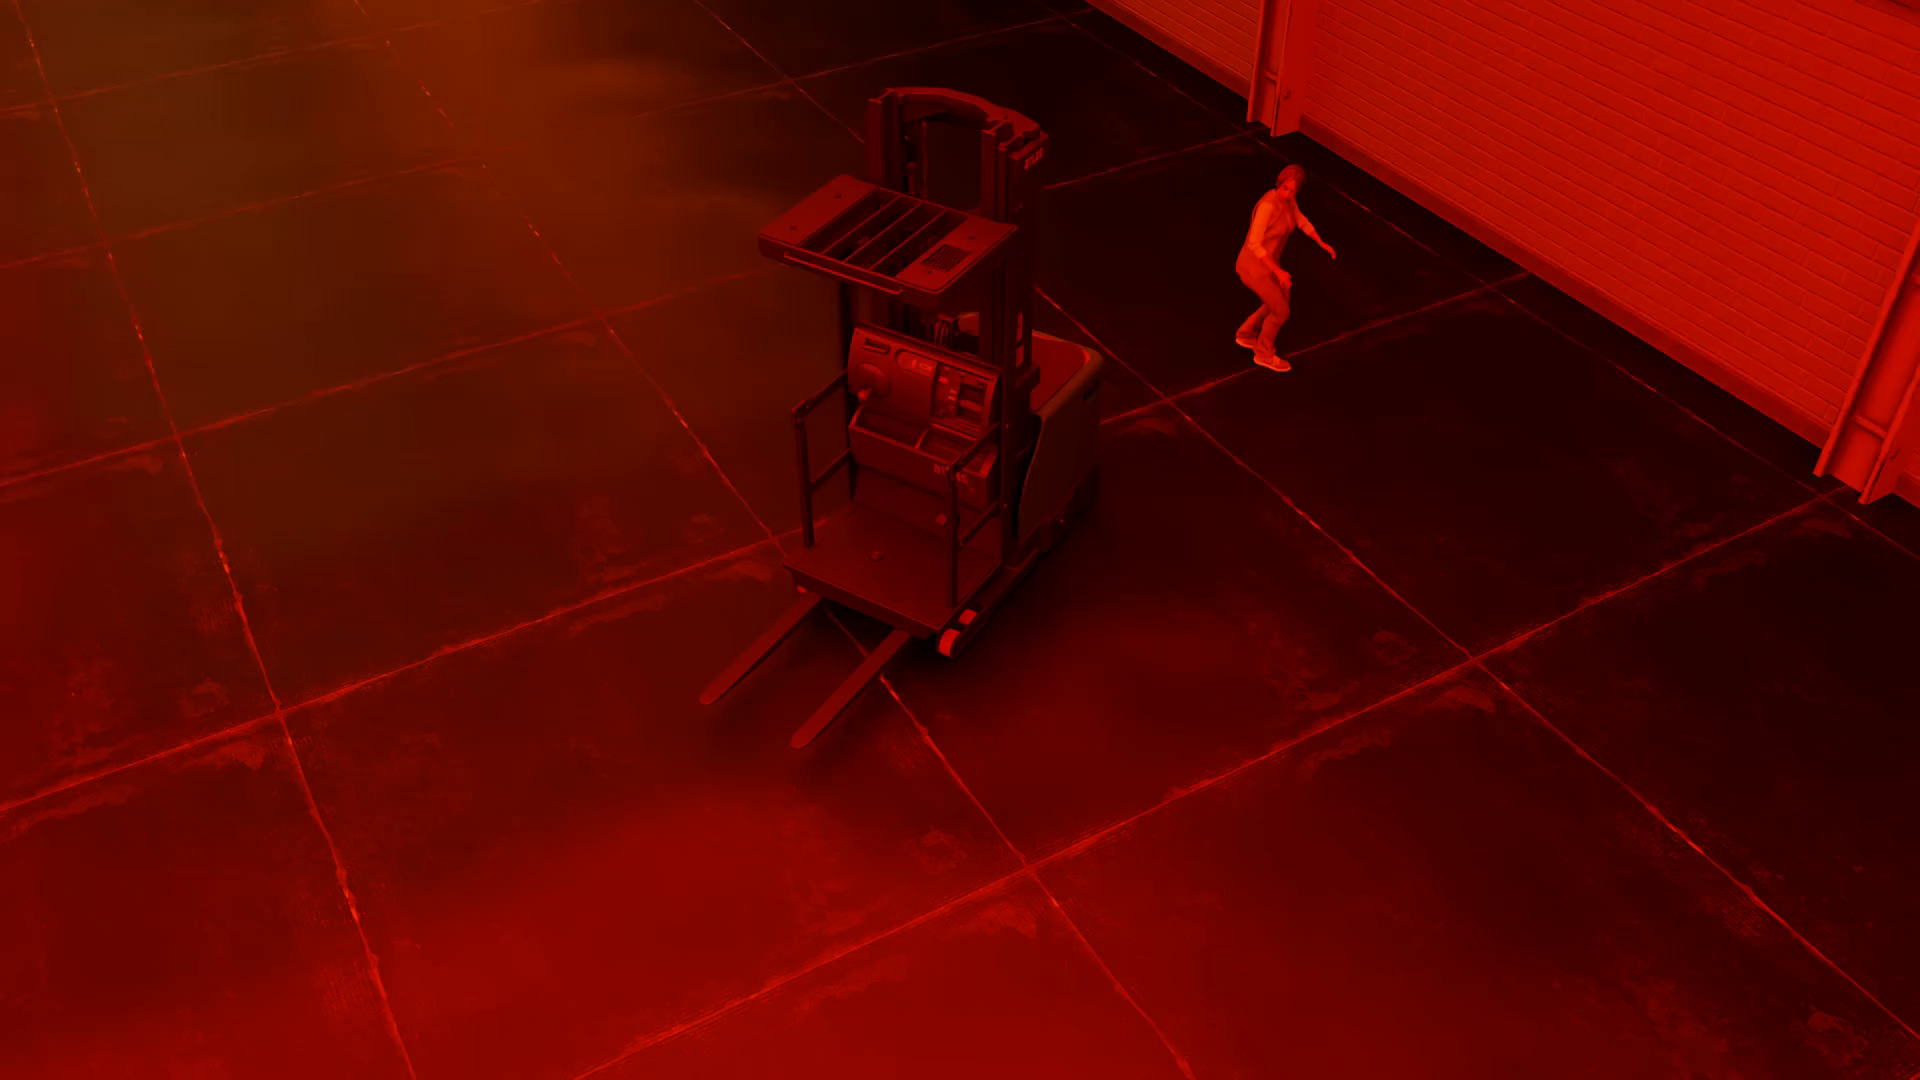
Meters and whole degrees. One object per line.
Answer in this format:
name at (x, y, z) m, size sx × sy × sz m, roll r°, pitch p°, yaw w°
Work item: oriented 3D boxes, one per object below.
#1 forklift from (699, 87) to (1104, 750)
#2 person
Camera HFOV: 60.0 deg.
forklift at (-0.323, -0.797, 8.997) m, size 1.130 × 2.935 × 3.031 m, roll 22°, pitch 44°, yaw 24°
person at (2.210, -1.848, 11.385) m, size 0.626 × 1.532 × 0.658 m, roll 15°, pitch 42°, yaw 17°
